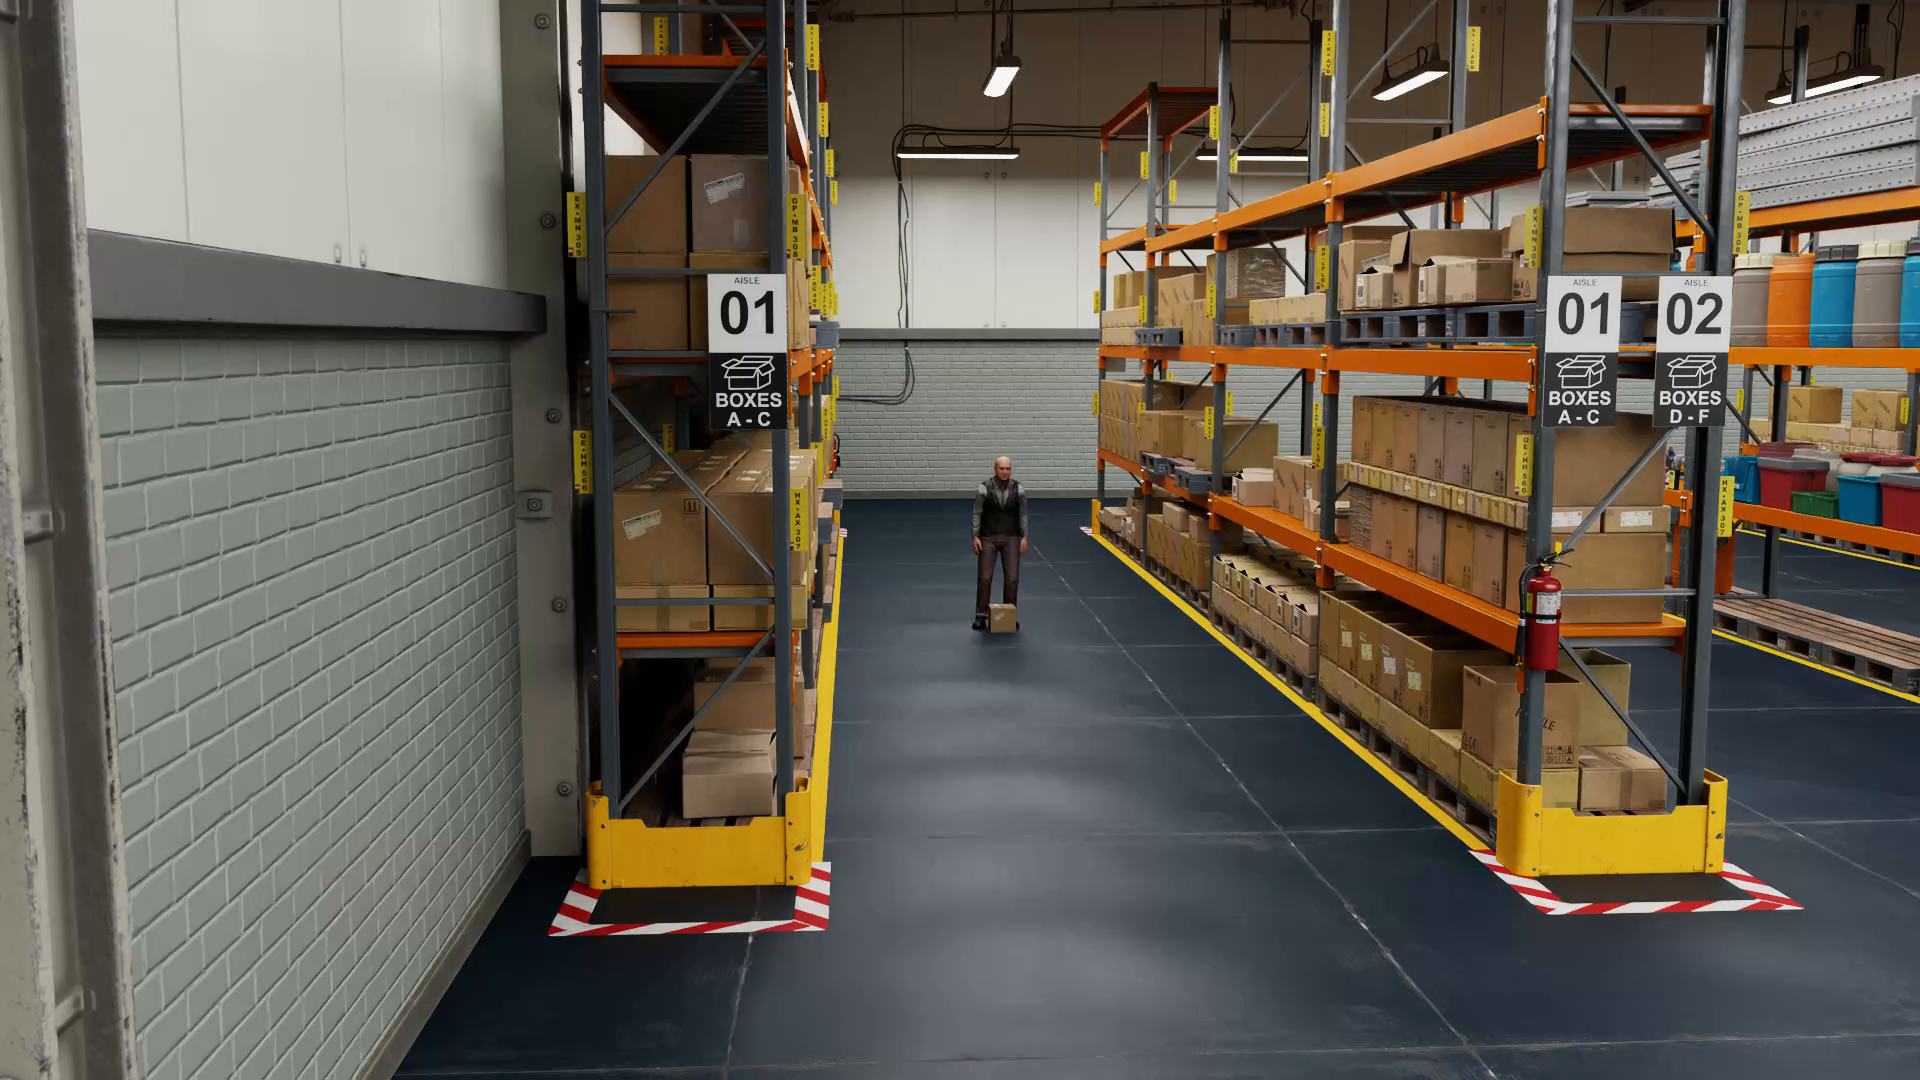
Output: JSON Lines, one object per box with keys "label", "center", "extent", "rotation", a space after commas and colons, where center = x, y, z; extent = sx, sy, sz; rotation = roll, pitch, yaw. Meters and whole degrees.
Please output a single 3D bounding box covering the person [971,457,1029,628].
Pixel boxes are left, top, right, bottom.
{"label": "person", "center": [0.397, 0.015, 16.718], "extent": [0.592, 1.720, 0.424], "rotation": [-1, 7, -7]}
